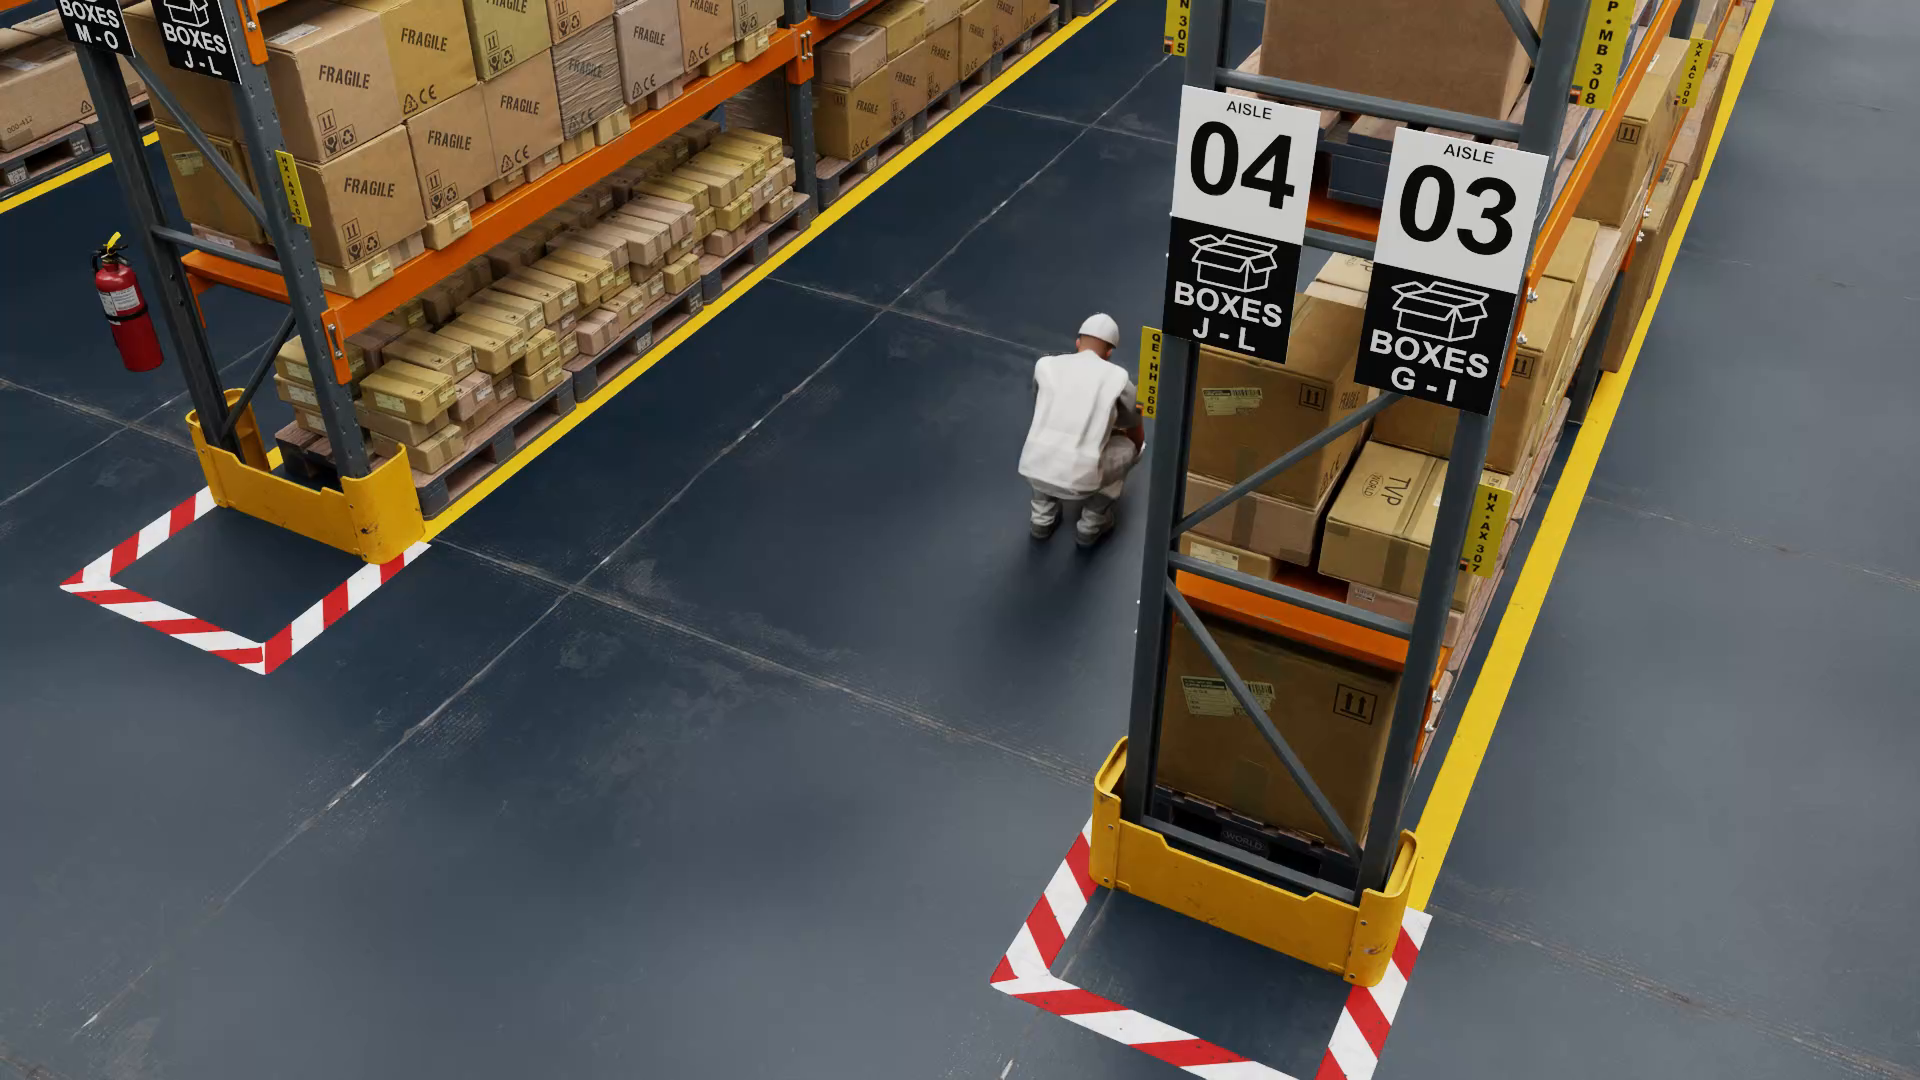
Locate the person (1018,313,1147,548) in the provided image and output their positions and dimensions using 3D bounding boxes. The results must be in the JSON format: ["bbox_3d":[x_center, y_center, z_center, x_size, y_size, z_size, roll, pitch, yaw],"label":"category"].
[{"bbox_3d":[0.571,-0.510,8.045,0.569,0.999,0.875,18,41,21],"label":"person"}]
